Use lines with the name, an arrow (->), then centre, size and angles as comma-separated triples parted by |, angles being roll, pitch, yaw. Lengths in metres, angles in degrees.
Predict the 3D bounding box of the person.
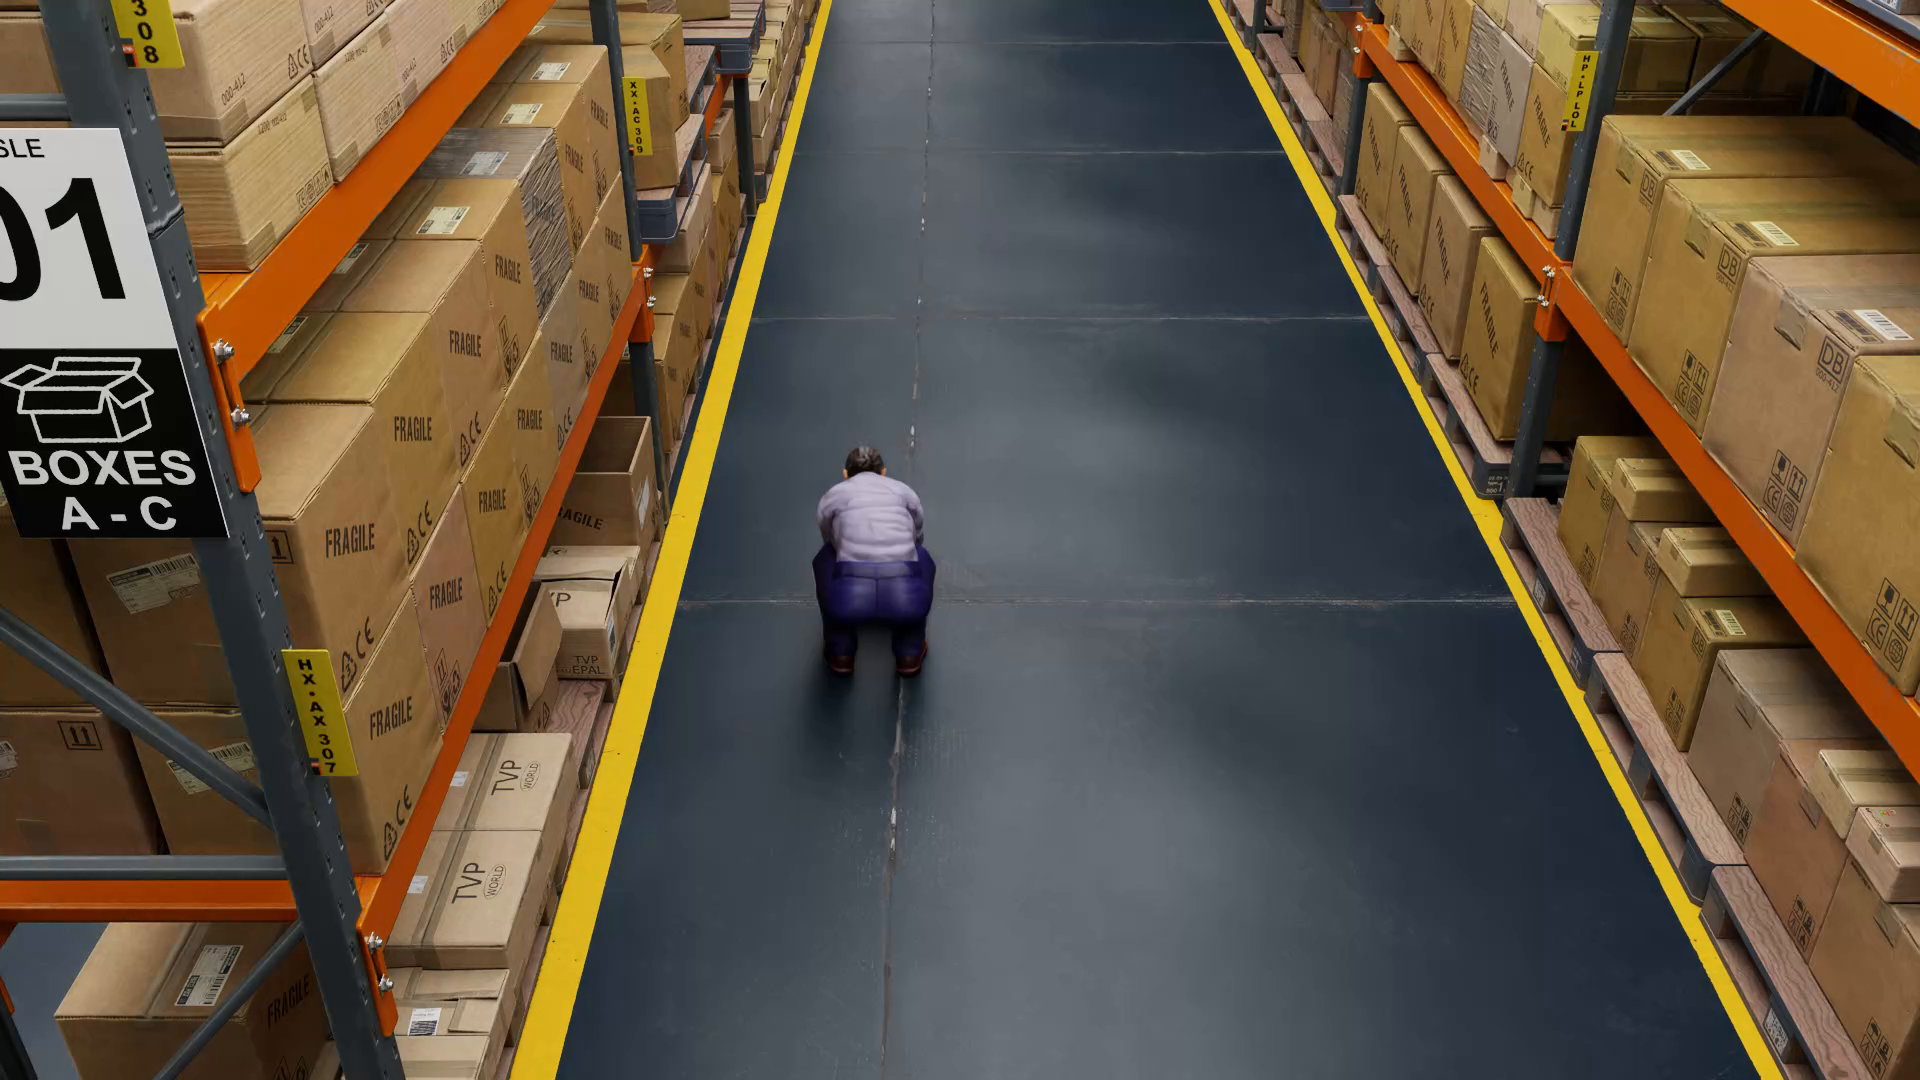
person -> -0.358, 0.128, 6.882 | 0.517, 0.760, 0.866 | -1, 32, -1
